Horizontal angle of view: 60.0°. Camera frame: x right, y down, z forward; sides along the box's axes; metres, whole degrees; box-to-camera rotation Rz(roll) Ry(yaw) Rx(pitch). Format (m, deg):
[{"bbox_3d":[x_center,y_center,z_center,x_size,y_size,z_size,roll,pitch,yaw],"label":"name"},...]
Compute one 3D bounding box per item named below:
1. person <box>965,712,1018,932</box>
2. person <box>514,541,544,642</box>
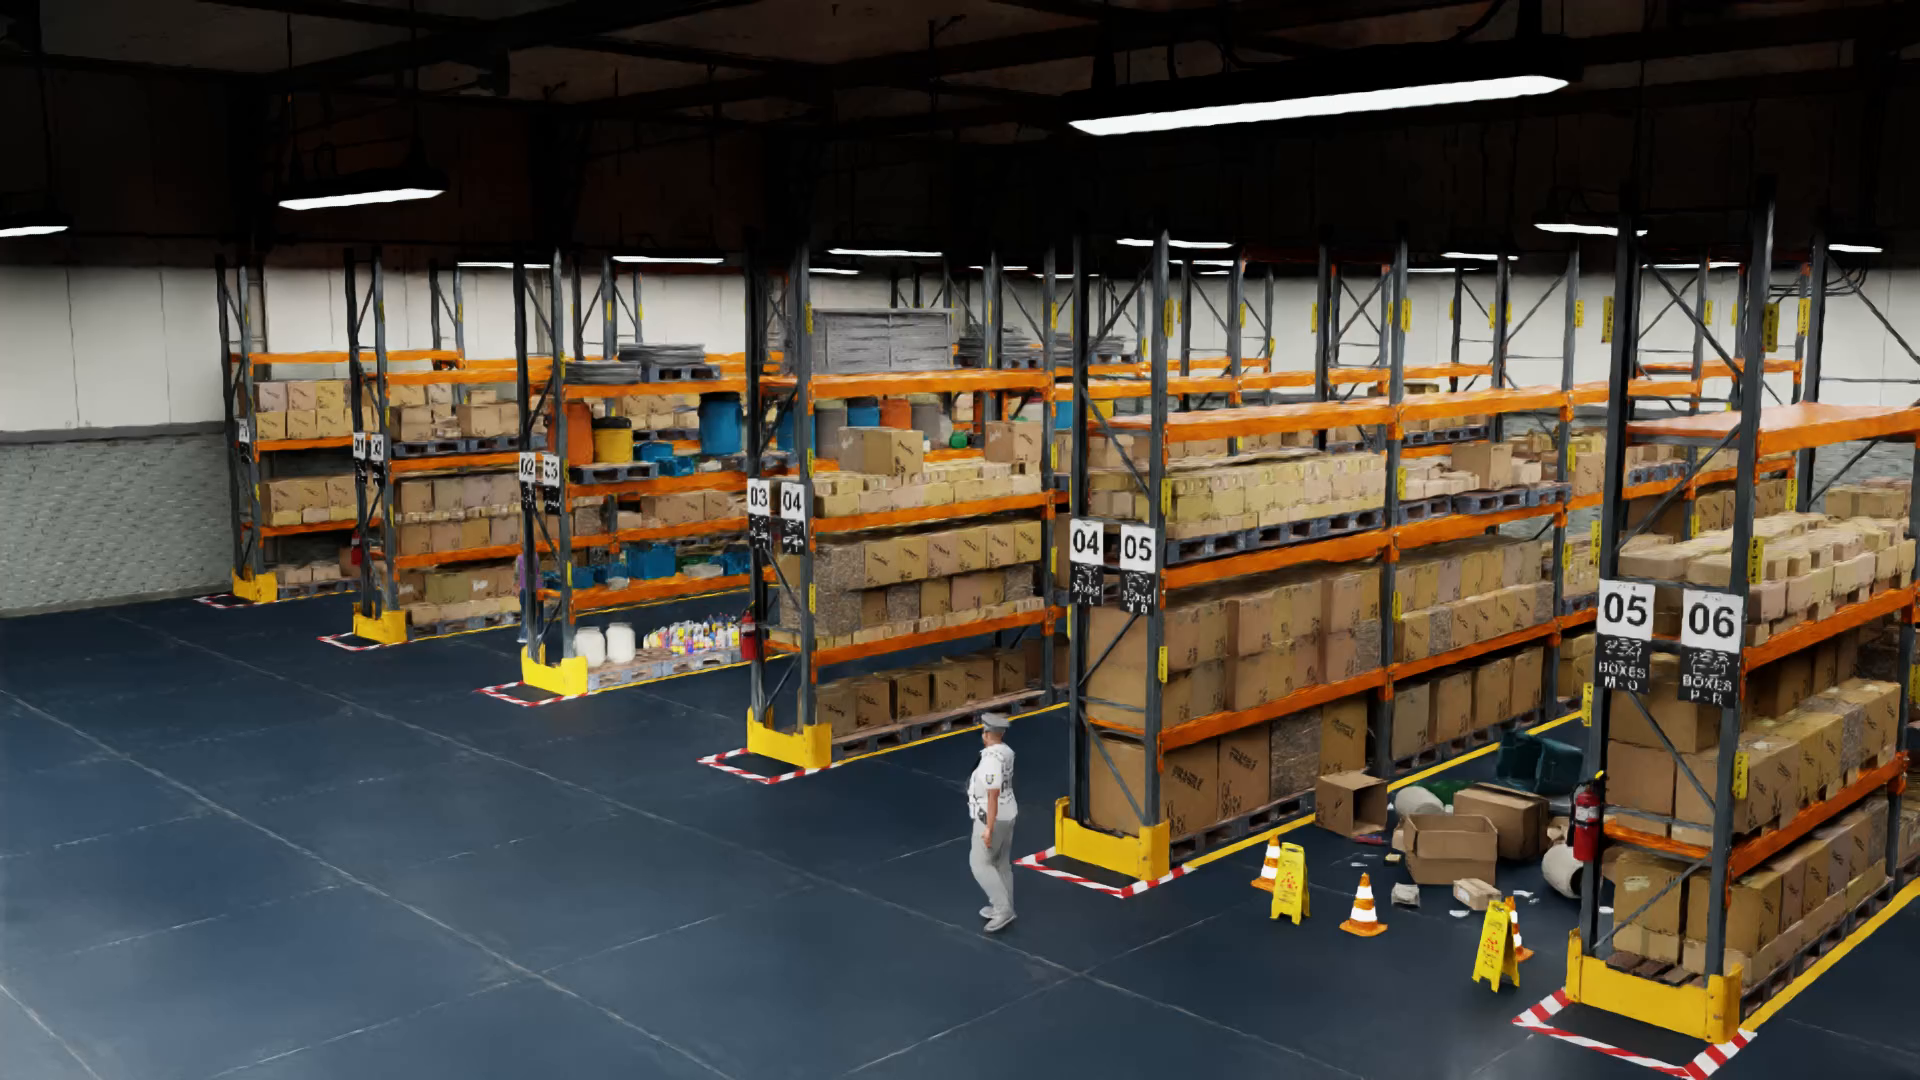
[{"bbox_3d":[0.286,2.335,13.886,0.447,1.752,0.651,2,8,17],"label":"person"},{"bbox_3d":[-6.601,0.760,25.503,0.467,1.599,0.450,-2,8,-14],"label":"person"}]
